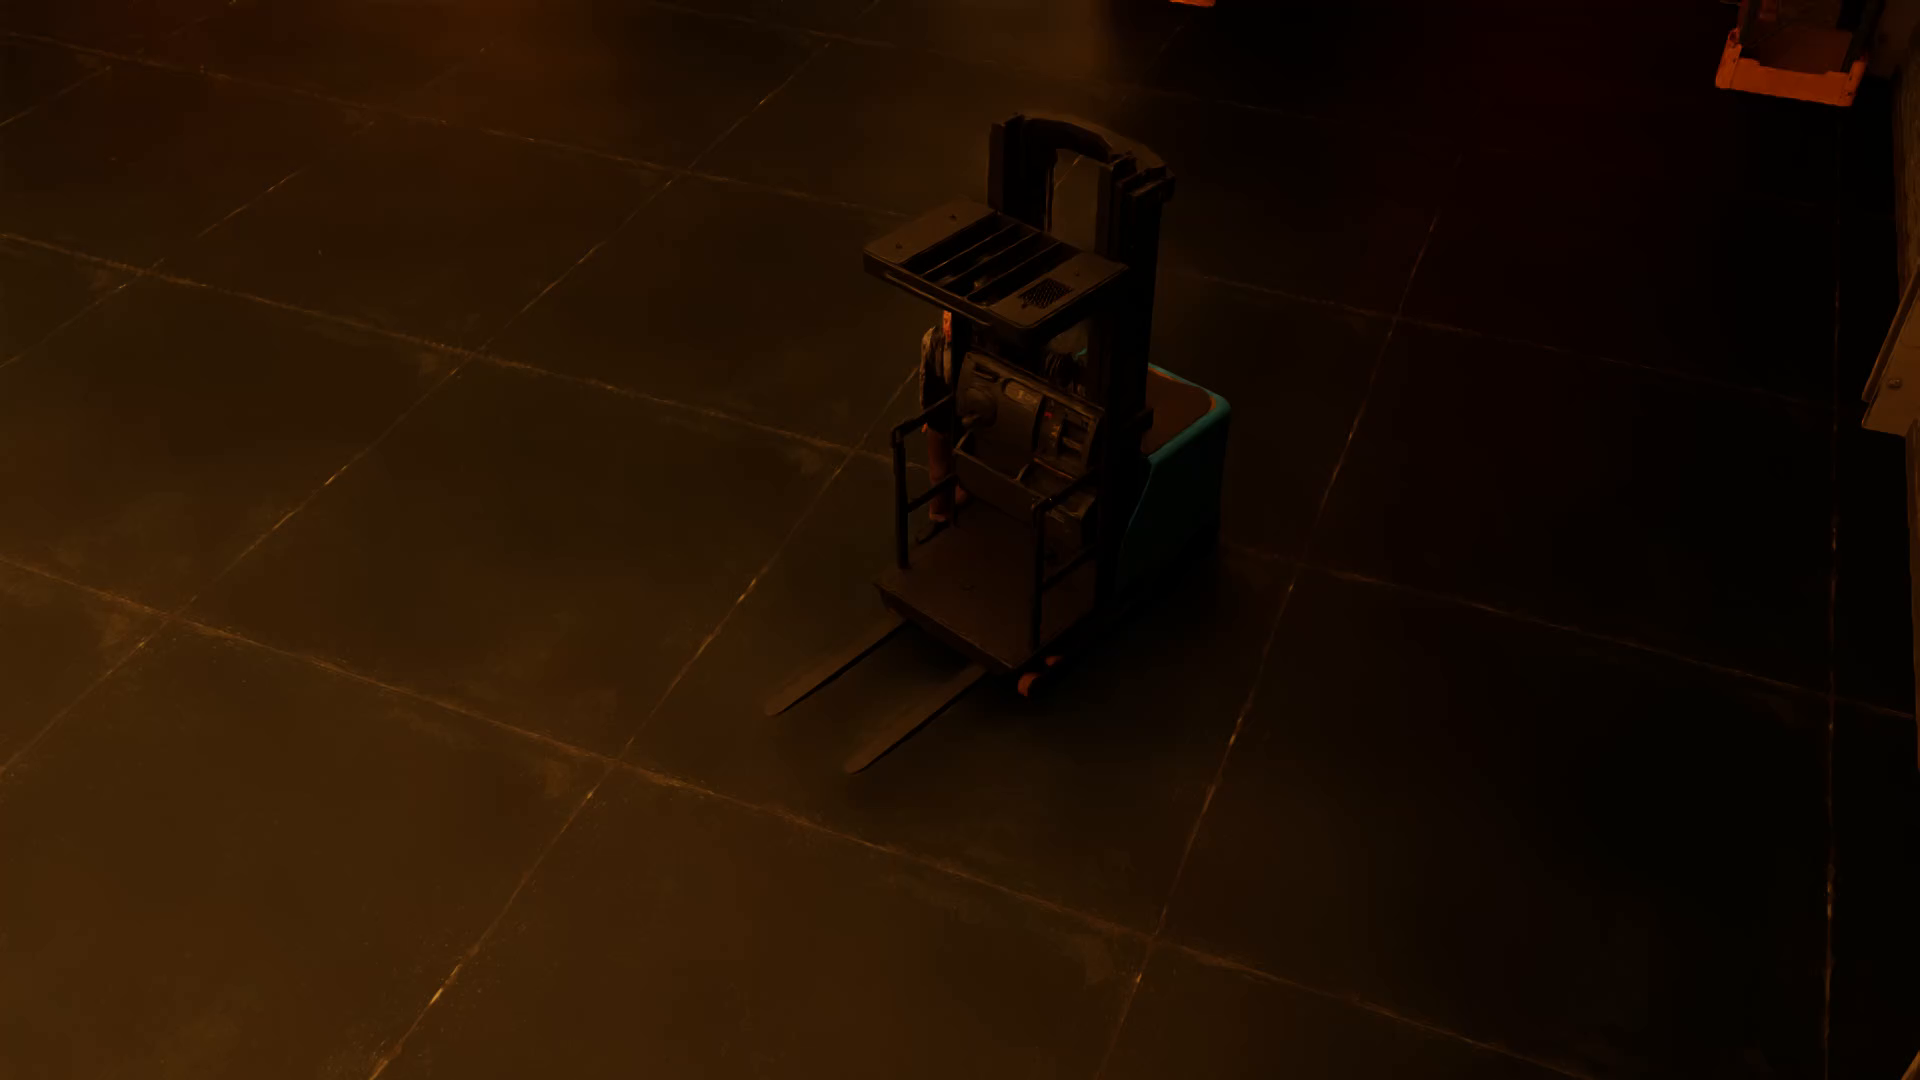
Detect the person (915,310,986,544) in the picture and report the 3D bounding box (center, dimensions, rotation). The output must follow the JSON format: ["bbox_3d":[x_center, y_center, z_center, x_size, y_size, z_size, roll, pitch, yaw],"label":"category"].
[{"bbox_3d":[-0.020,-0.646,9.677,0.529,1.729,0.455,15,42,17],"label":"person"}]

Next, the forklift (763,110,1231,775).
[{"bbox_3d":[0.214,-0.615,8.741,1.130,2.935,3.031,30,49,31],"label":"forklift"}]
